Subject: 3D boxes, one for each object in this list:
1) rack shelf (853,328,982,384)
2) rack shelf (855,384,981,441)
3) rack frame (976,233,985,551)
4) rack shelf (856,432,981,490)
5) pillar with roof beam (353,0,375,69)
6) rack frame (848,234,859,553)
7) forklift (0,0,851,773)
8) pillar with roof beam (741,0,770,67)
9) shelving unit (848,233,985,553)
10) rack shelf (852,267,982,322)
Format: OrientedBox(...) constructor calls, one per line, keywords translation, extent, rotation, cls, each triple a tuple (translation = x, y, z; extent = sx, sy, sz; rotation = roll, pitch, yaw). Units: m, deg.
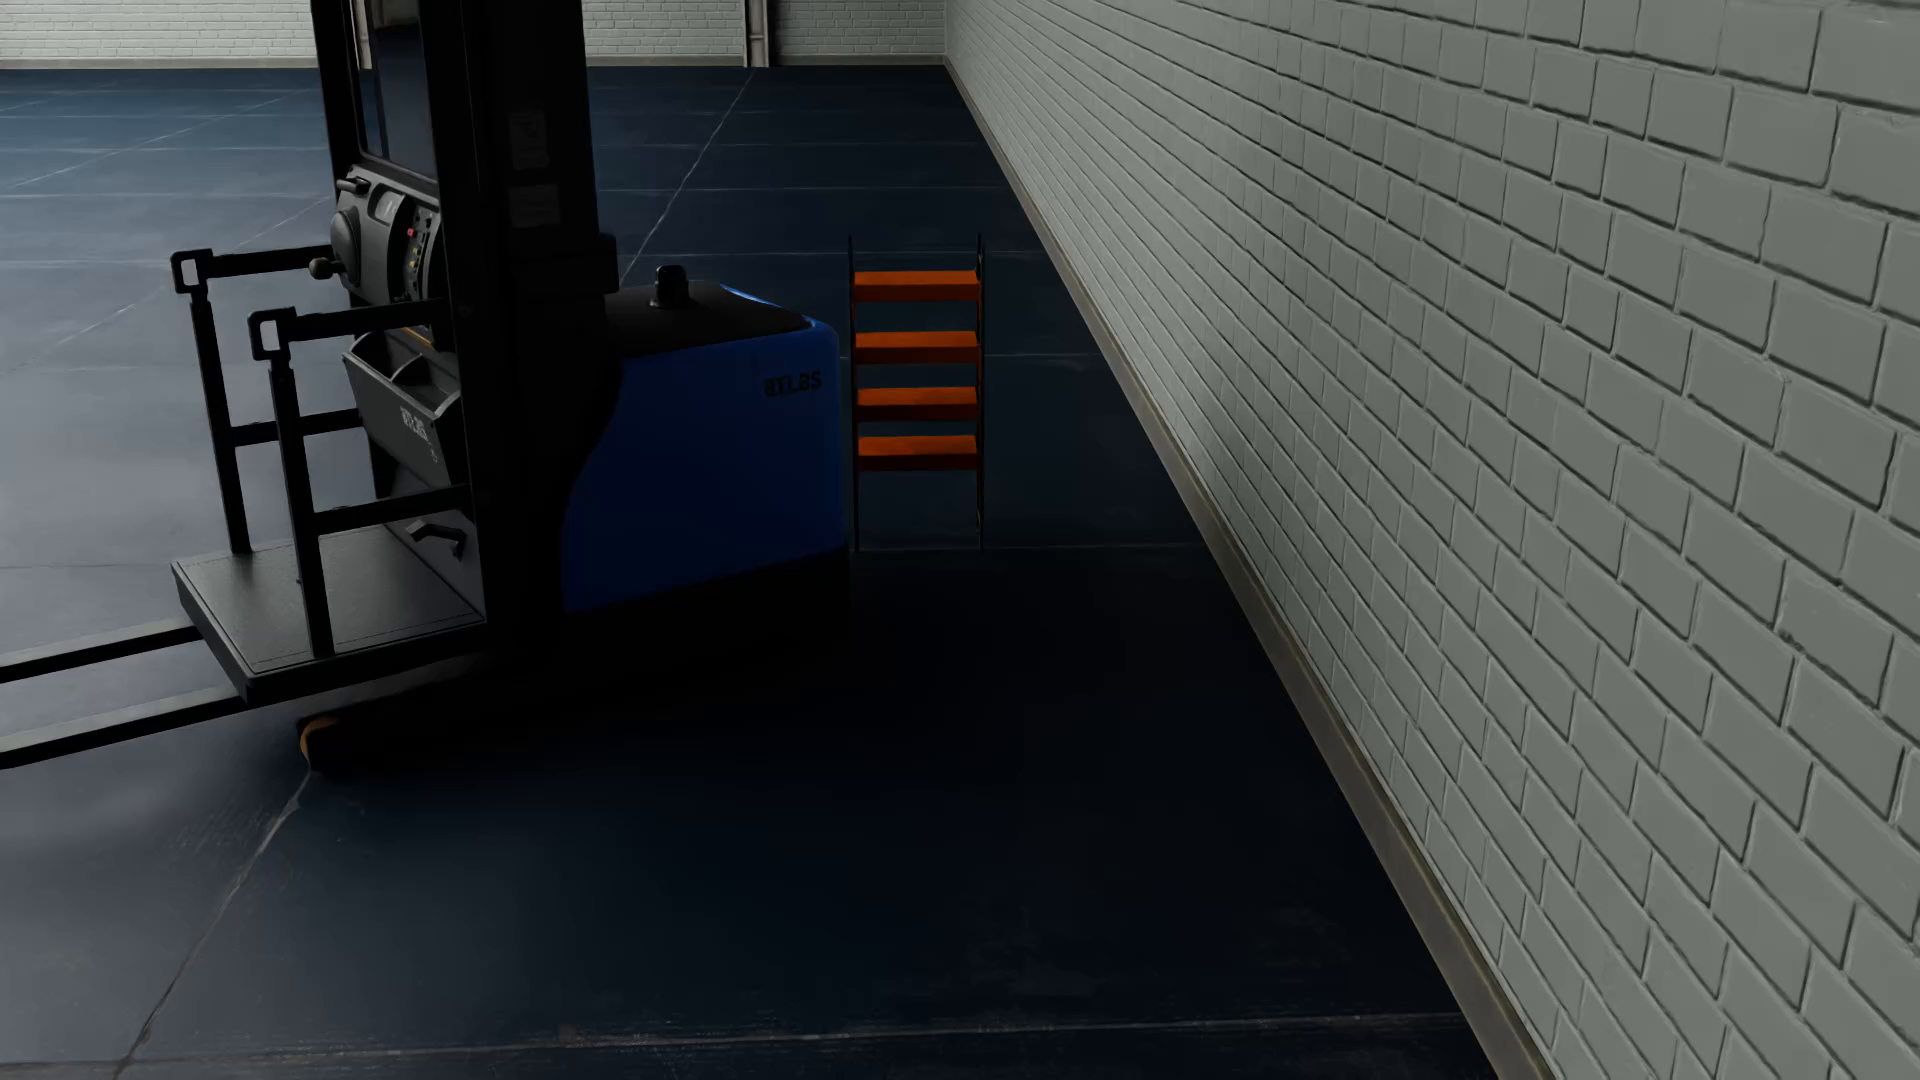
OrientedBox(translation=(-0.165, -0.704, 6.343), extent=(0.480, 0.148, 0.258), rotation=(-1, 21, -3), cls="rack shelf")
OrientedBox(translation=(-0.165, -0.495, 6.423), extent=(0.480, 0.148, 0.258), rotation=(-1, 21, -3), cls="rack shelf")
OrientedBox(translation=(0.078, -0.562, 6.412), extent=(0.015, 1.200, 0.240), rotation=(-1, 21, -3), cls="rack frame")
OrientedBox(translation=(-0.165, -0.309, 6.493), extent=(0.480, 0.148, 0.258), rotation=(-1, 21, -3), cls="rack shelf")
OrientedBox(translation=(-8.953, -10.053, 20.379), extent=(0.400, 9.000, 9.100), rotation=(-1, 21, -3), cls="pillar with roof beam")
OrientedBox(translation=(-0.409, -0.552, 6.386), extent=(0.015, 1.200, 0.240), rotation=(-1, 21, -3), cls="rack frame")
OrientedBox(translation=(-1.884, -0.905, 4.879), extent=(3.031, 2.935, 1.130), rotation=(-14, 25, -32), cls="forklift")
OrientedBox(translation=(-2.963, -10.175, 20.699), extent=(0.400, 9.000, 9.100), rotation=(-1, 21, -3), cls="pillar with roof beam")
OrientedBox(translation=(-0.165, -0.557, 6.399), extent=(0.503, 1.200, 0.258), rotation=(-1, 21, -3), cls="shelving unit")
OrientedBox(translation=(-0.165, -0.925, 6.259), extent=(0.480, 0.148, 0.258), rotation=(-1, 21, -3), cls="rack shelf")
